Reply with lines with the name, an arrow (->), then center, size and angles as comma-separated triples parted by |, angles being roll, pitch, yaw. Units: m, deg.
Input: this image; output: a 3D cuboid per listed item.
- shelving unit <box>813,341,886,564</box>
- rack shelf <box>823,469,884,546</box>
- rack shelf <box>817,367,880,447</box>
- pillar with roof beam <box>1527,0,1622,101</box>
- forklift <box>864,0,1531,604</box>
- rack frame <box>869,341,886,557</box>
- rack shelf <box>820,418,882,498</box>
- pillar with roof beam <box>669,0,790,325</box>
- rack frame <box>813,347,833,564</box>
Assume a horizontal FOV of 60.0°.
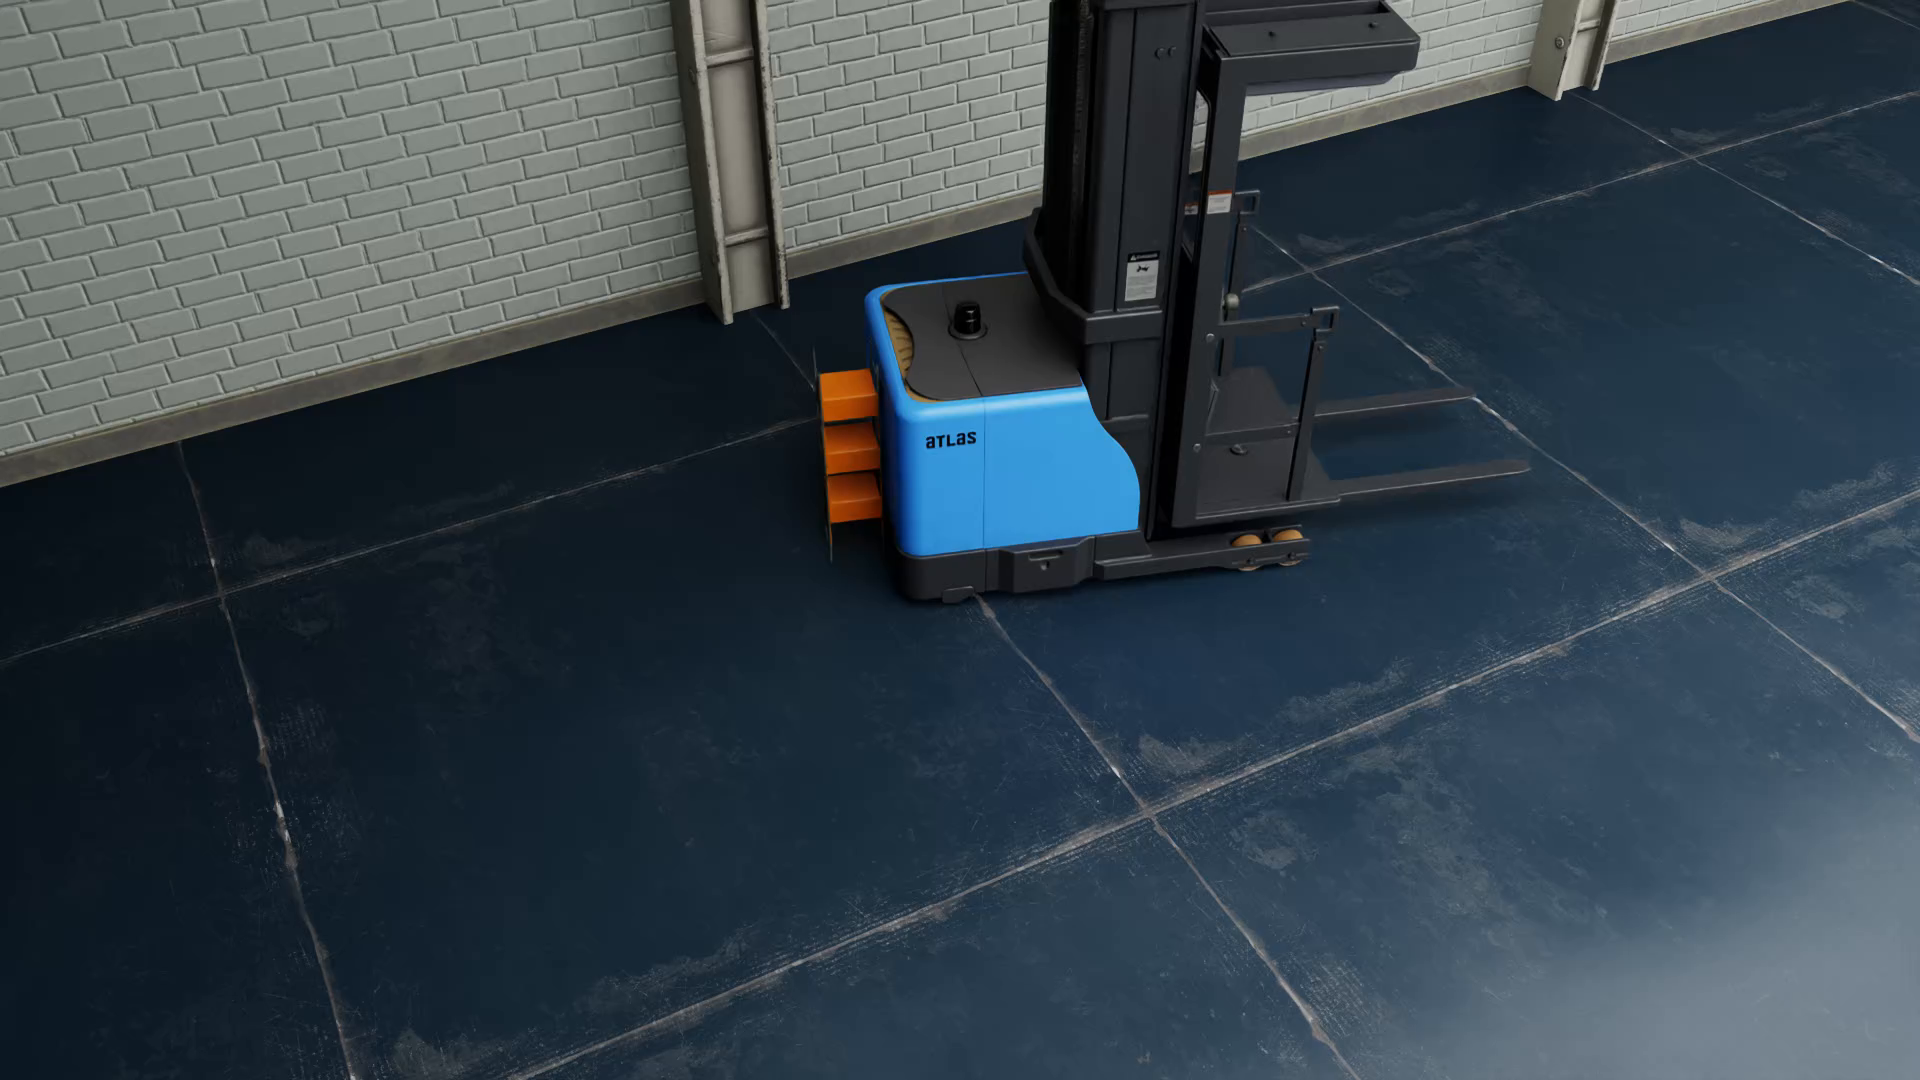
shelving unit -> -0.485, -0.372, 7.366 | 0.252, 1.050, 0.215 | -7, 41, -8
rack shelf -> -0.485, -0.152, 7.552 | 0.240, 0.259, 0.215 | -7, 41, -8
rack shelf -> -0.485, -0.580, 7.189 | 0.240, 0.259, 0.215 | -7, 41, -8
pillar with roof beam -> 6.118, -4.087, 5.602 | 0.400, 9.000, 9.100 | -19, 44, -21
forklift -> 1.128, -1.307, 7.014 | 3.031, 2.935, 1.130 | -7, 41, -8
rack frame -> -0.365, -0.387, 7.383 | 0.008, 1.050, 0.200 | -7, 41, -8
rack shelf -> -0.485, -0.364, 7.372 | 0.240, 0.259, 0.215 | -7, 41, -8
pillar with roof beam -> 0.796, -2.296, 3.486 | 0.400, 9.000, 9.100 | -19, 44, -21
rack frame -> -0.605, -0.357, 7.348 | 0.008, 1.050, 0.200 | -7, 41, -8
